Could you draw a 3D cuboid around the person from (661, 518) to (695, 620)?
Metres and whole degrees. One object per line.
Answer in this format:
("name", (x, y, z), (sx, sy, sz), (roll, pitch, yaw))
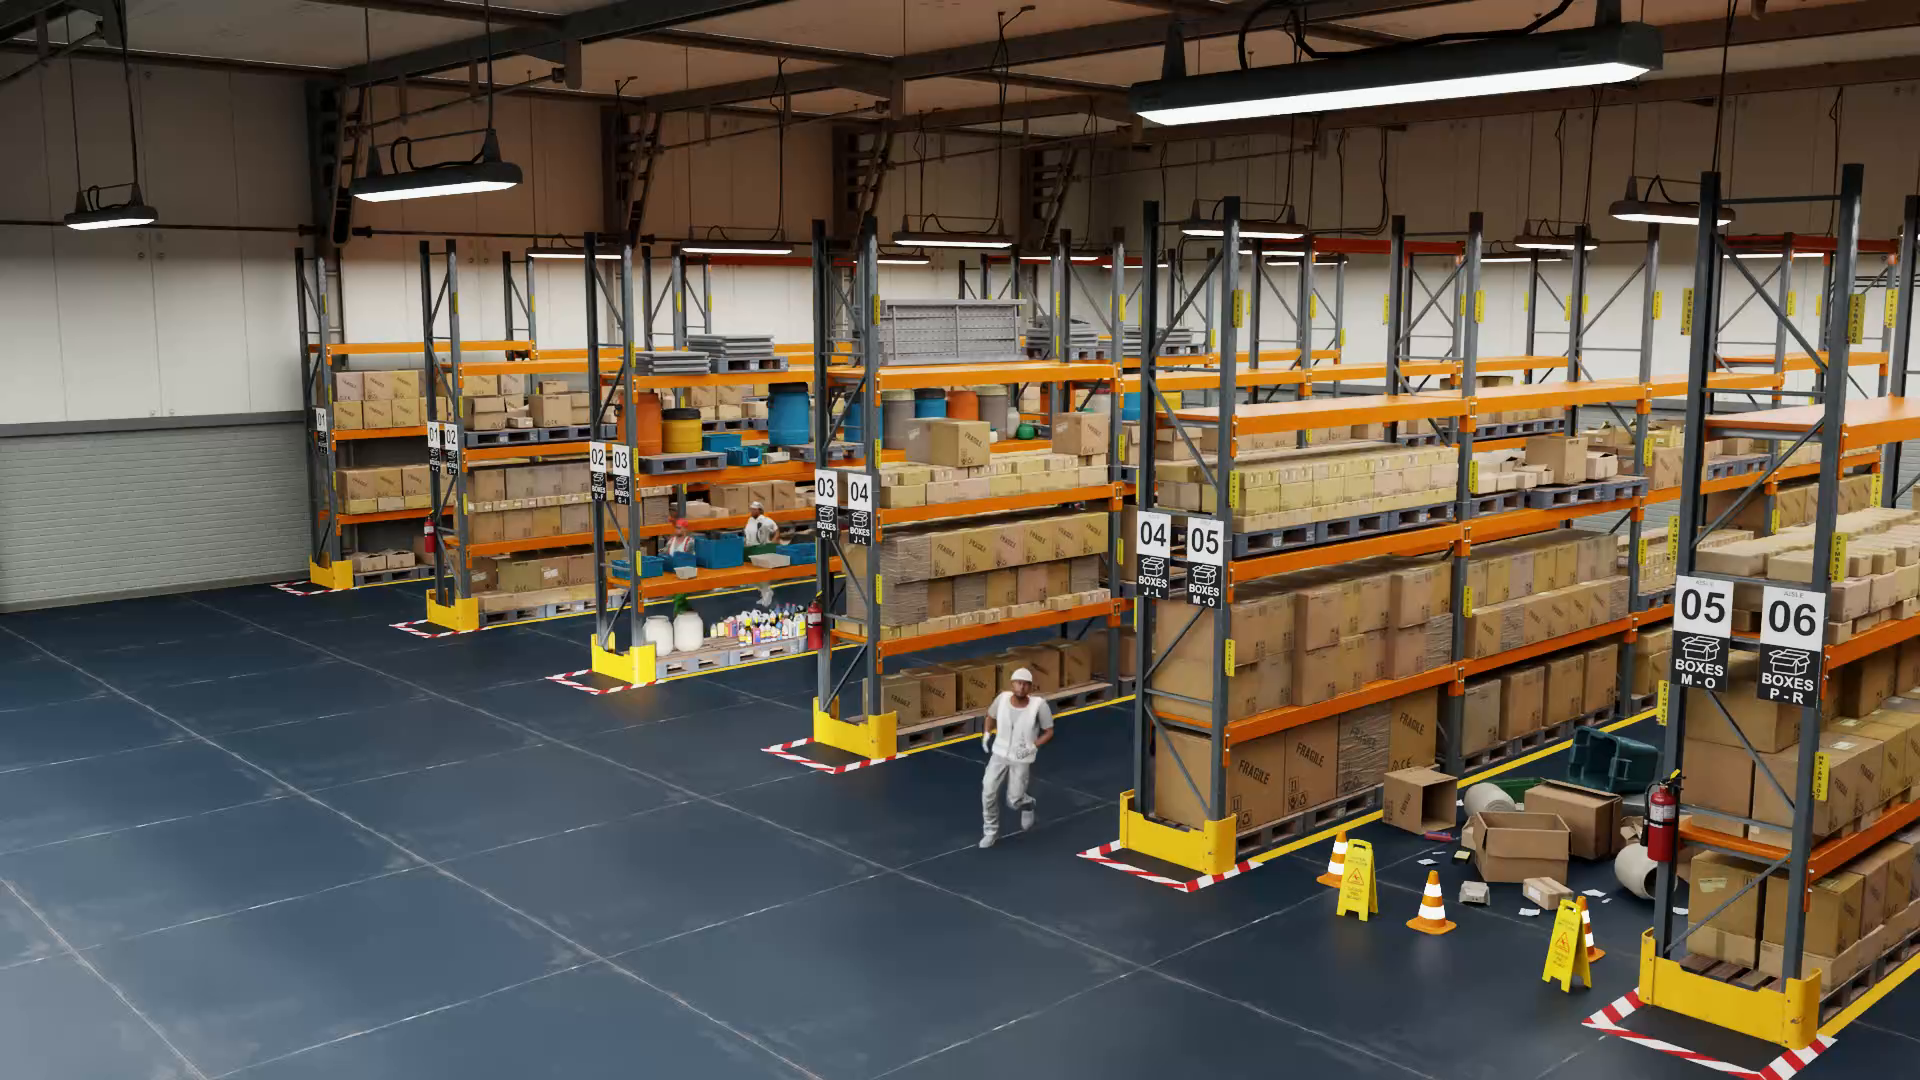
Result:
("person", (-4.212, 0.587, 25.128), (0.639, 1.832, 0.762), (6, 10, 33))

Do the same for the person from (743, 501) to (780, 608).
("person", (-3.219, 0.229, 26.354), (0.603, 1.692, 0.573), (8, 12, 44))

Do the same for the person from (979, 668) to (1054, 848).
("person", (0.540, 2.038, 15.765), (0.700, 1.705, 0.633), (4, 9, 24))

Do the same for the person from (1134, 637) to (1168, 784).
("person", (2.139, 1.800, 17.701), (0.618, 1.604, 0.545), (8, 11, 42))
